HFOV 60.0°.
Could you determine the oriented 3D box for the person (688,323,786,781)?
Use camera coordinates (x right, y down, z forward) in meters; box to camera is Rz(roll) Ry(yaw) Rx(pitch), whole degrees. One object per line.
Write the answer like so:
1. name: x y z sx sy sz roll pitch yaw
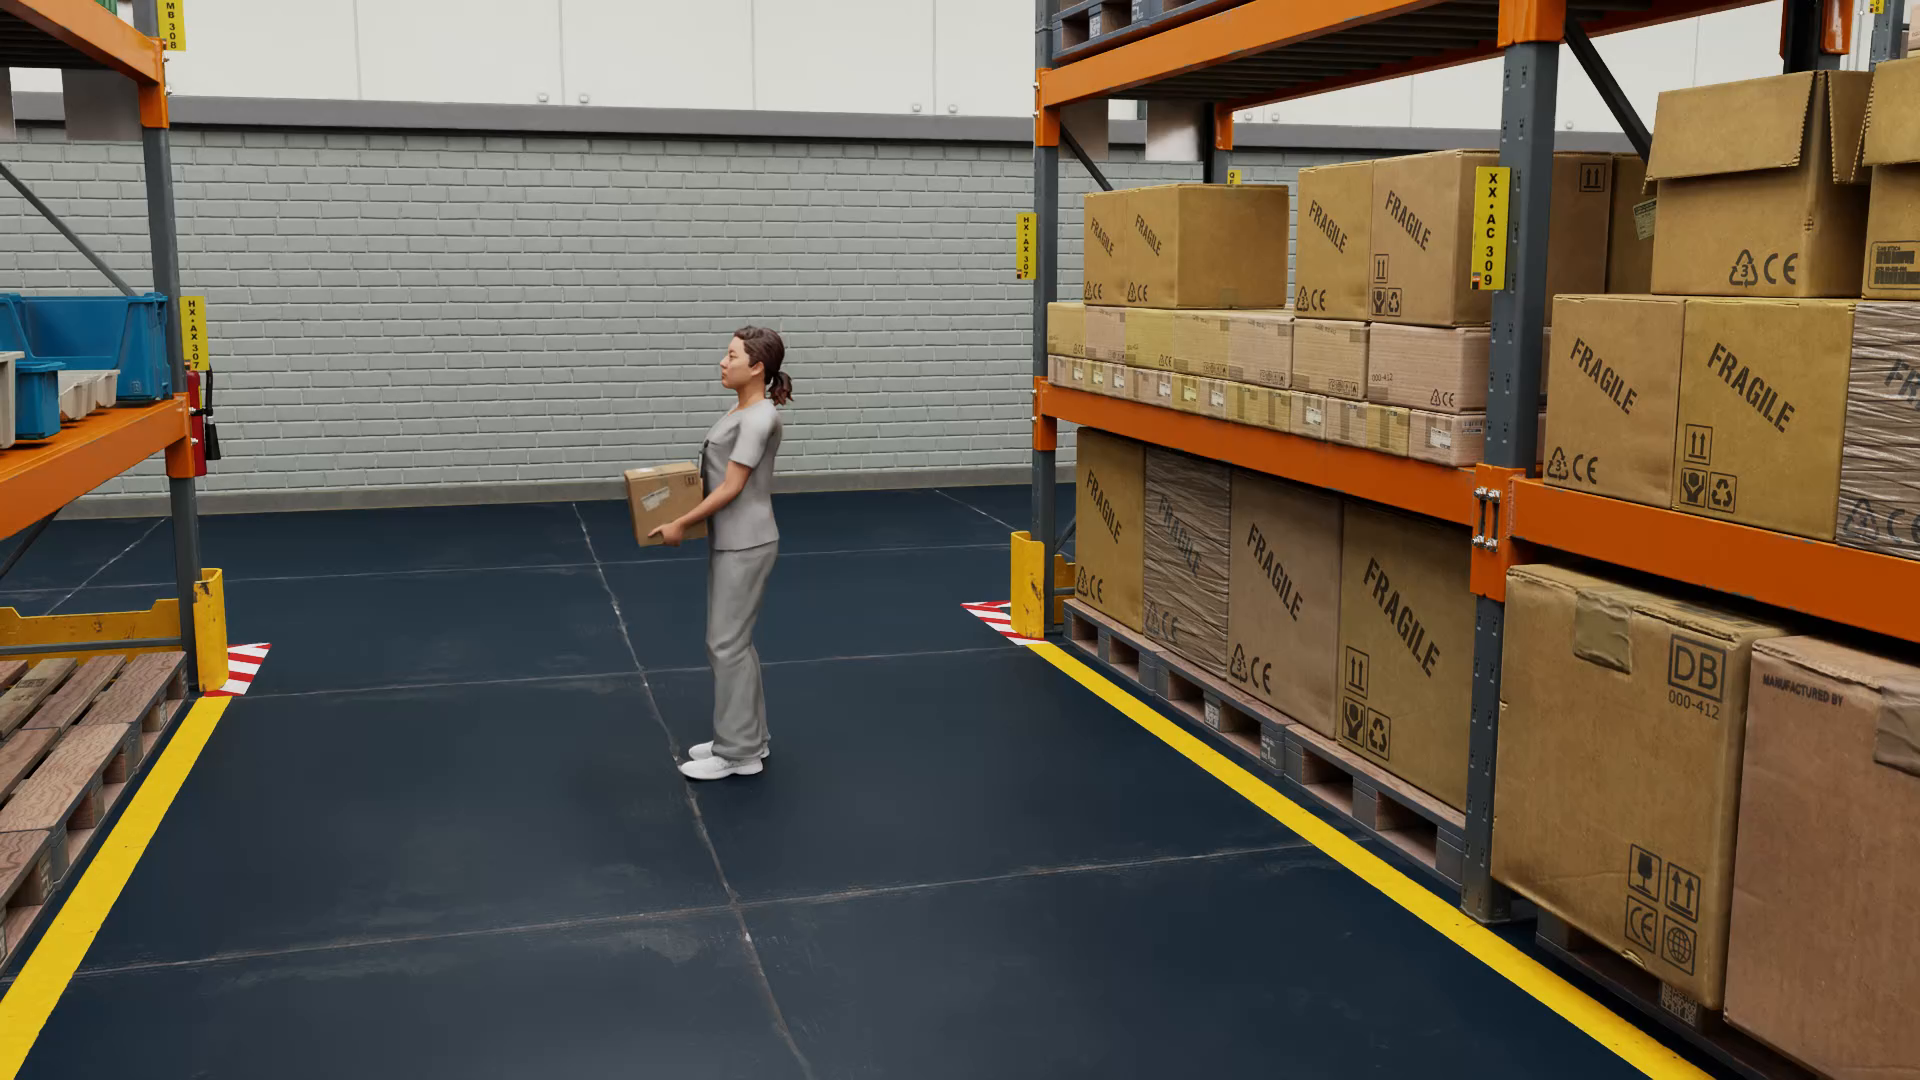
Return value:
1. person: -0.857 0.040 6.150 0.415 1.668 0.493 -3 10 -18
